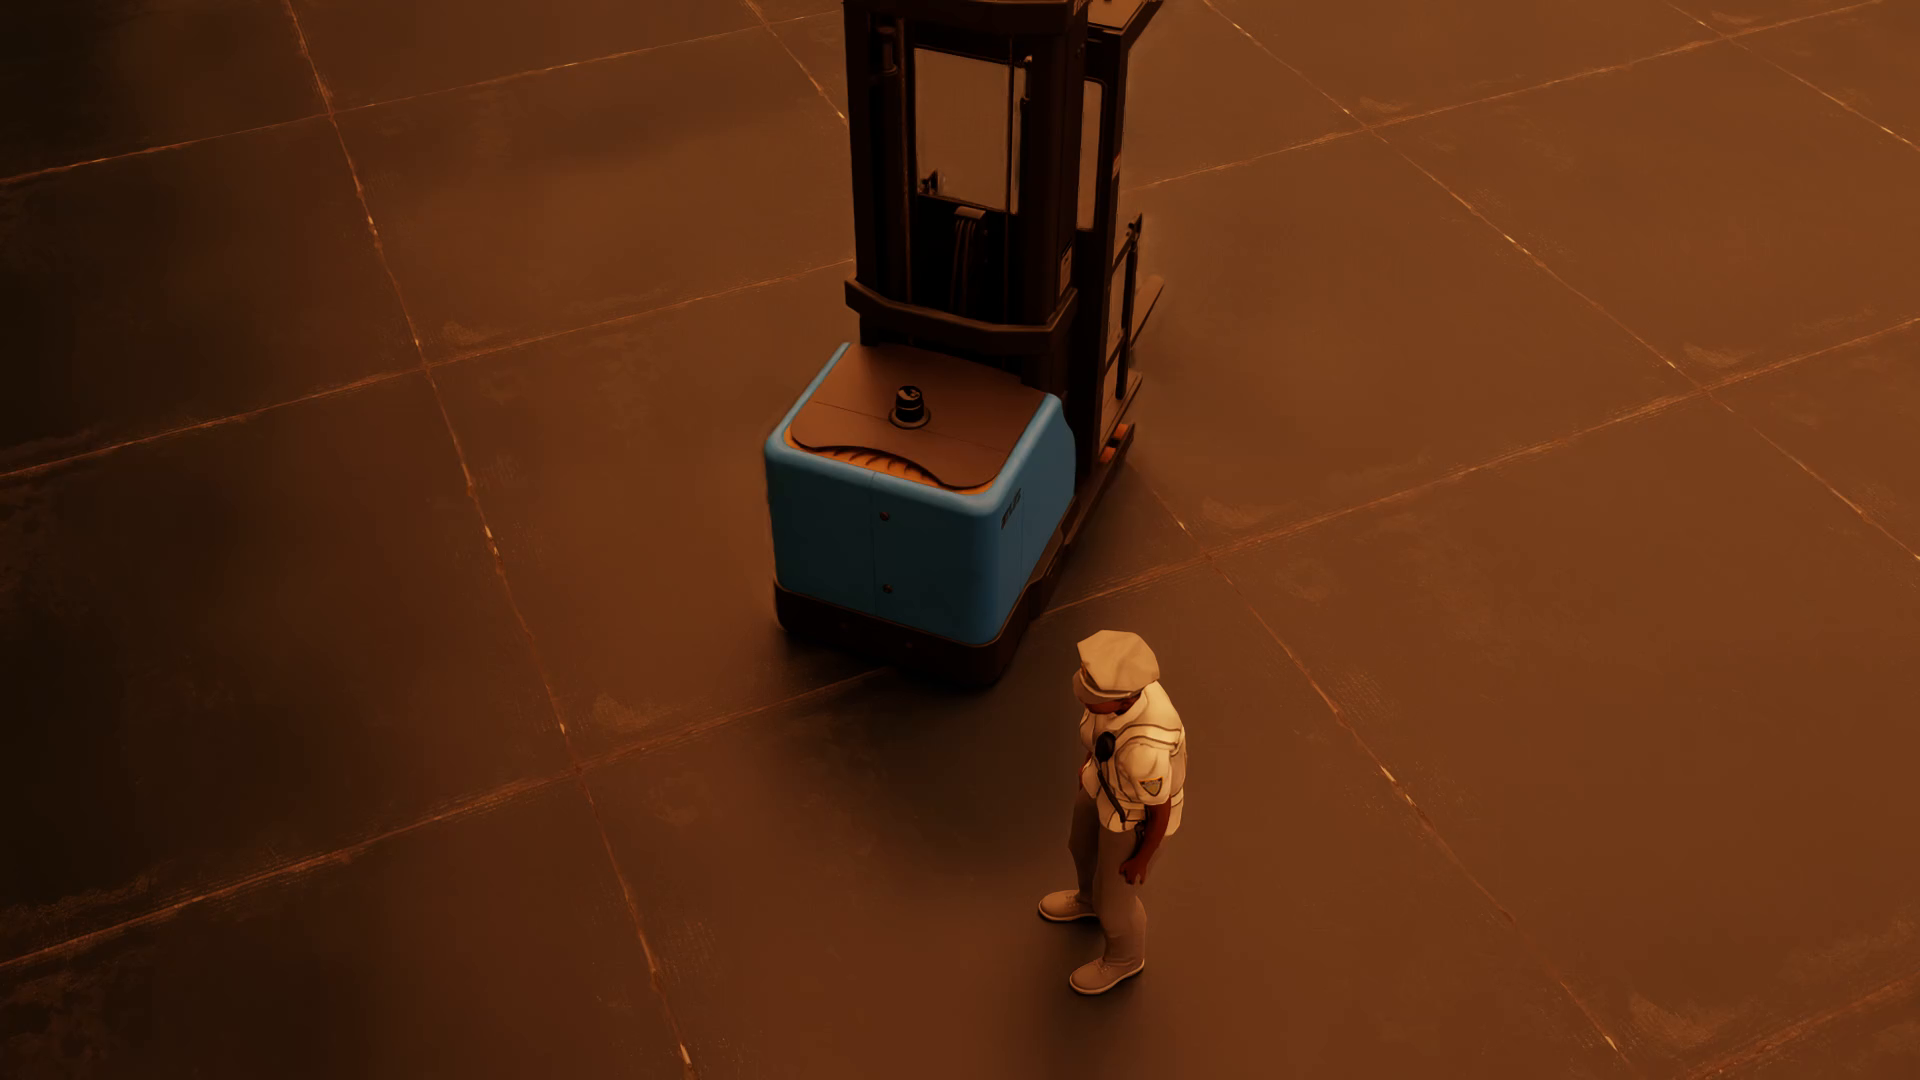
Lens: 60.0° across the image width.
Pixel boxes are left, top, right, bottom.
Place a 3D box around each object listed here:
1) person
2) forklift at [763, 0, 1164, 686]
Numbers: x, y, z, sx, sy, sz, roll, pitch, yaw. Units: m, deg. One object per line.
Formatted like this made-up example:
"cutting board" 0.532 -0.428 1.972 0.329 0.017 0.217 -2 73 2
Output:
"person" 0.527 0.910 5.641 0.397 1.655 0.519 -12 44 -12
"forklift" 0.220 -1.469 7.254 1.130 2.935 3.031 16 45 16
